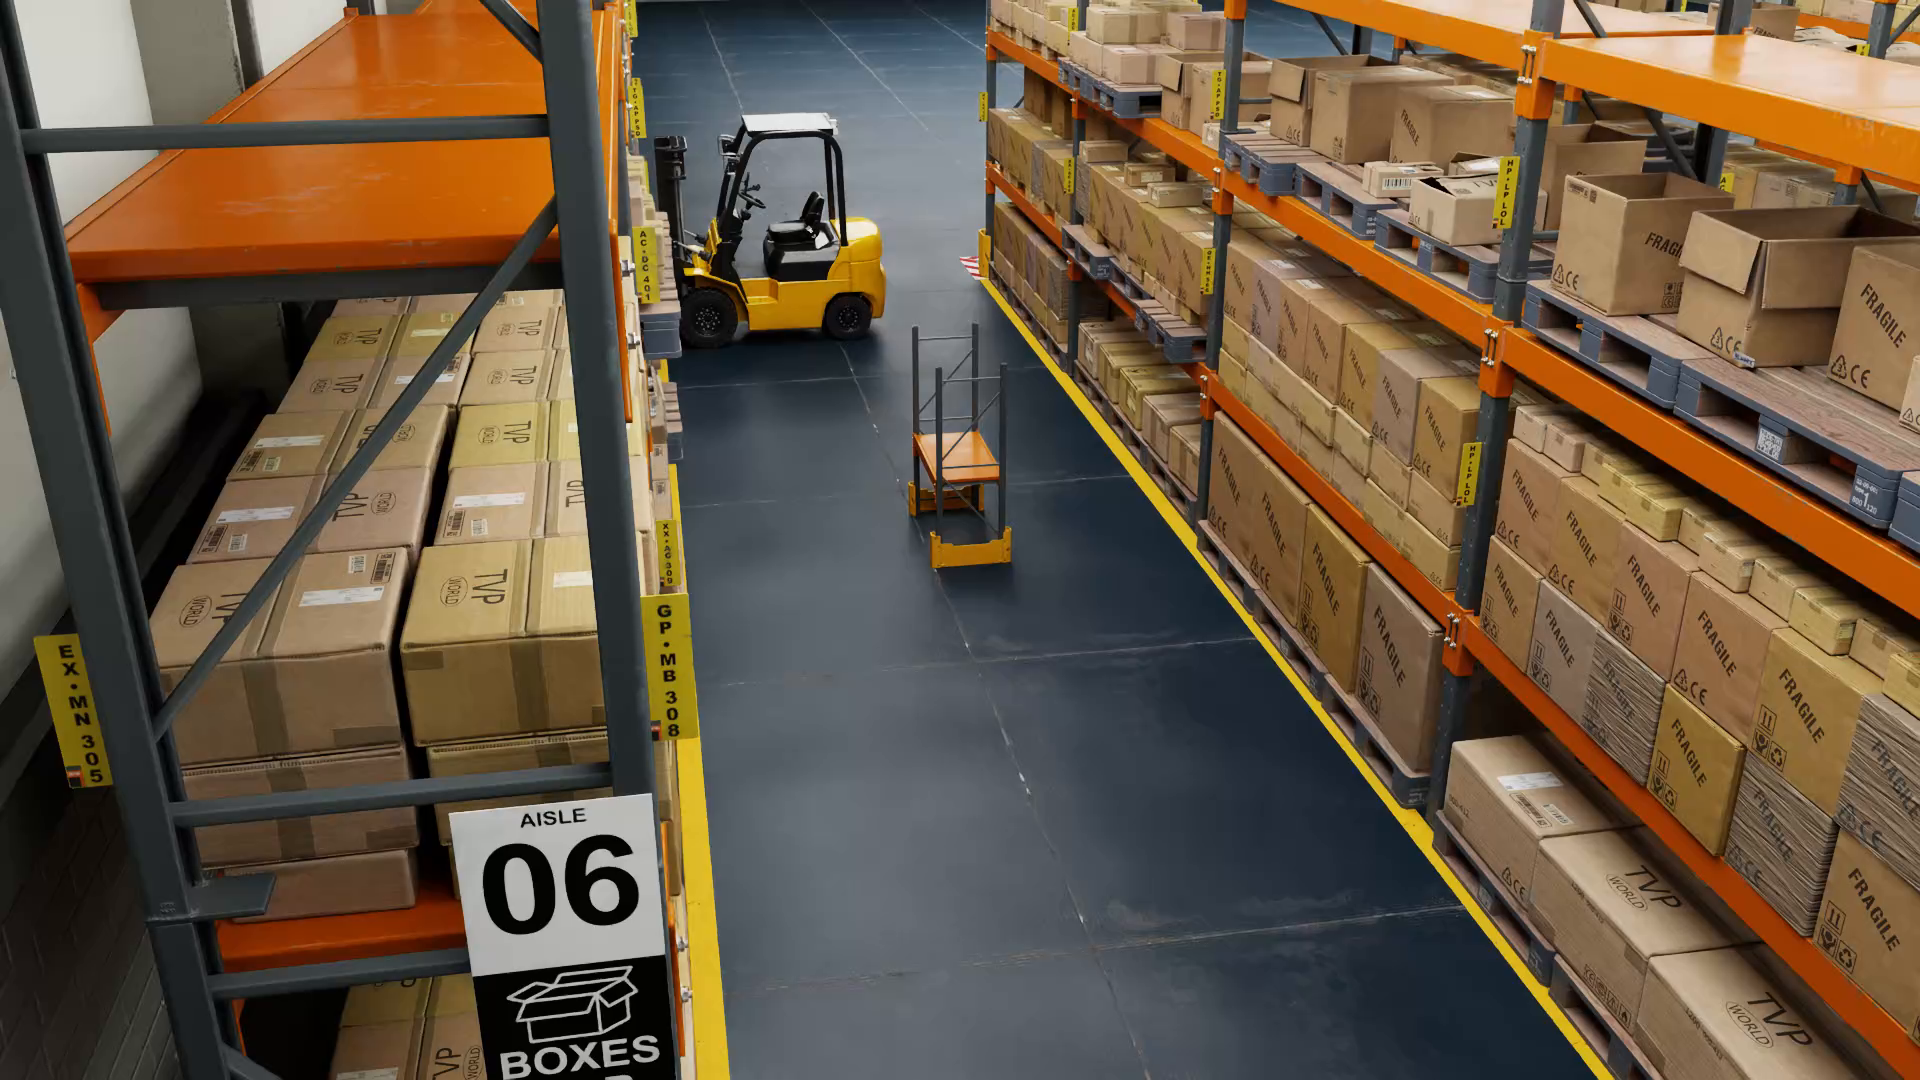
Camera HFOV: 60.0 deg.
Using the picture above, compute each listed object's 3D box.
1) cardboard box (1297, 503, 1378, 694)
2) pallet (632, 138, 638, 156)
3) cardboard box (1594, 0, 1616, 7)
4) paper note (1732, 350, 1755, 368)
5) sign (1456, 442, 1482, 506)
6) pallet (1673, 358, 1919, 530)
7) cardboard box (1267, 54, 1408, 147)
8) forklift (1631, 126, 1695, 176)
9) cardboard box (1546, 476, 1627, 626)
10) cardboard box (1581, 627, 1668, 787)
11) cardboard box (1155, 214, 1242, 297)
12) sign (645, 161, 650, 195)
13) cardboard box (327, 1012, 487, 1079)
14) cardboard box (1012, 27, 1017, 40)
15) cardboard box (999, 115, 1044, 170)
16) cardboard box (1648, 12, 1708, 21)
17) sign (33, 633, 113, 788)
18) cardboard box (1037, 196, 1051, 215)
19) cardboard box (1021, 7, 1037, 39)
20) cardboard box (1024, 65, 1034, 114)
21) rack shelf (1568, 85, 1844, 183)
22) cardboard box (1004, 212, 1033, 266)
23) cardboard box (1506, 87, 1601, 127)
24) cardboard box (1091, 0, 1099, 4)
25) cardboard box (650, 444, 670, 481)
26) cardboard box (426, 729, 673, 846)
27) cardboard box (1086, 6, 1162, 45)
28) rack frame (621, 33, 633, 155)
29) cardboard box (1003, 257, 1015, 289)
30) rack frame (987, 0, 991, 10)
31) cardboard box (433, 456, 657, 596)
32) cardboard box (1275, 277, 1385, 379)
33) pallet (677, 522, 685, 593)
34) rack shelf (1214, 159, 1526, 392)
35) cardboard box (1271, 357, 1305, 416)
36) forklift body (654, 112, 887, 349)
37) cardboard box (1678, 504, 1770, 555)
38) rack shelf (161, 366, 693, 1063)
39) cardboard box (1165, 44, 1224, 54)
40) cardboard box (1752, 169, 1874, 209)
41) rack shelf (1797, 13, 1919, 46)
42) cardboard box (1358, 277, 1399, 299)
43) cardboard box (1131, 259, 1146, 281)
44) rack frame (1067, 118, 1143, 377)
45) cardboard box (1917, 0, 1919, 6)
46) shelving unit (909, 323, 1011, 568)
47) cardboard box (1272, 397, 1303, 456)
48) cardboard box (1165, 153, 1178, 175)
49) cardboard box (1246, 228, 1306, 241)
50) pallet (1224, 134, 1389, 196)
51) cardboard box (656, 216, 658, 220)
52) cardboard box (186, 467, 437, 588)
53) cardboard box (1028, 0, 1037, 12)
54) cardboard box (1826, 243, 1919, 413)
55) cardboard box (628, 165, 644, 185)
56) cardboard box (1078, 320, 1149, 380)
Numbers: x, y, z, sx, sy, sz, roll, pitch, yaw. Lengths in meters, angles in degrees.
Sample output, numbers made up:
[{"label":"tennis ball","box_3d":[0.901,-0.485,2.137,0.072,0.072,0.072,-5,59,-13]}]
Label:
[{"label":"cardboard box","box_3d":[2.655,0.319,10.145,0.875,0.875,0.875,-4,24,-8]},{"label":"pallet","box_3d":[-2.808,-2.623,11.239,1.213,0.211,1.003,-3,24,-7]},{"label":"cardboard box","box_3d":[6.046,-5.278,16.248,0.500,0.250,0.500,-5,24,-10]},{"label":"paper note","box_3d":[2.802,-0.649,5.953,0.006,0.032,0.123,-4,24,-10]},{"label":"sign","box_3d":[2.491,-0.320,8.131,0.100,0.325,0.005,-4,24,-10]},{"label":"pallet","box_3d":[3.386,-0.403,6.029,1.003,0.211,1.213,-4,24,-10]},{"label":"cardboard box","box_3d":[2.501,-2.921,11.030,0.797,0.503,0.637,-6,24,-13]},{"label":"forklift","box_3d":[4.780,-1.748,12.833,1.130,2.935,3.031,-4,24,-9]},{"label":"cardboard box","box_3d":[2.960,0.030,7.301,0.500,0.500,0.500,-5,24,-10]},{"label":"cardboard box","box_3d":[3.027,0.682,7.057,0.500,0.500,0.500,-4,24,-9]},{"label":"cardboard box","box_3d":[1.819,-2.179,12.712,0.500,0.500,0.500,-5,24,-11]},{"label":"sign","box_3d":[-2.803,-3.186,14.692,0.100,0.325,0.005,-4,24,-10]},{"label":"cardboard box","box_3d":[-1.555,1.640,4.805,0.500,0.250,0.500,-4,24,-10]},{"label":"cardboard box","box_3d":[0.768,-5.396,17.666,0.380,0.149,0.250,-4,24,-10]},{"label":"cardboard box","box_3d":[0.718,-4.362,18.235,0.500,0.500,0.500,-4,24,-8]},{"label":"cardboard box","box_3d":[6.677,-4.701,15.298,0.500,0.250,0.500,-4,24,-9]},{"label":"sign","box_3d":[-1.664,0.325,3.147,0.100,0.325,0.005,-4,24,-10]},{"label":"cardboard box","box_3d":[0.993,-3.405,16.855,0.380,0.149,0.250,-5,24,-11]},{"label":"cardboard box","box_3d":[0.914,-5.212,16.746,0.500,0.250,0.500,-4,24,-9]},{"label":"cardboard box","box_3d":[1.113,-5.046,18.552,0.700,0.500,0.500,-5,24,-11]},{"label":"rack shelf","box_3d":[6.759,-3.681,14.324,1.077,0.370,4.000,-4,24,-10]},{"label":"cardboard box","box_3d":[0.787,-3.314,18.306,0.500,0.500,0.500,-5,24,-12]},{"label":"cardboard box","box_3d":[6.139,-4.342,17.149,0.875,0.550,0.550,-4,24,-10]},{"label":"cardboard box","box_3d":[1.511,-5.298,16.445,0.380,0.149,0.250,-5,24,-11]},{"label":"cardboard box","box_3d":[-1.820,-0.150,8.439,0.700,0.500,0.500,-4,24,-9]},{"label":"cardboard box","box_3d":[-0.929,0.435,3.816,0.500,0.250,0.500,-5,24,-10]},{"label":"cardboard box","box_3d":[1.360,-4.289,13.856,0.500,0.250,0.500,-5,24,-11]},{"label":"rack frame","box_3d":[-2.594,-3.824,10.004,1.000,3.000,0.127,-4,24,-10]},{"label":"cardboard box","box_3d":[0.768,-2.983,18.486,0.500,0.250,0.500,-3,24,-8]},{"label":"rack frame","box_3d":[0.804,-7.339,18.054,1.000,3.000,0.127,-4,24,-10]},{"label":"cardboard box","box_3d":[-1.026,0.006,4.174,0.500,0.250,0.500,-4,24,-10]},{"label":"cardboard box","box_3d":[2.316,-1.336,10.430,0.500,0.500,0.500,-4,24,-8]},{"label":"pallet","box_3d":[-1.895,0.264,8.379,1.003,0.211,1.213,-4,24,-10]},{"label":"rack shelf","box_3d":[2.653,-1.702,9.792,1.077,0.370,4.000,-4,24,-10]},{"label":"cardboard box","box_3d":[2.309,-0.986,10.565,0.500,0.250,0.500,-4,24,-10]},{"label":"forklift body","box_3d":[-1.930,-3.221,17.181,2.313,2.155,1.214,-4,24,-10]},{"label":"cardboard box","box_3d":[3.111,-0.029,6.627,0.380,0.149,0.250,-4,24,-10]},{"label":"rack shelf","box_3d":[-1.485,0.241,5.345,1.077,0.370,4.000,-4,24,-10]},{"label":"cardboard box","box_3d":[1.976,-3.896,13.580,0.500,0.250,0.500,-4,24,-9]},{"label":"cardboard box","box_3d":[6.961,-2.730,13.620,0.700,0.500,0.500,-5,24,-11]},{"label":"rack shelf","box_3d":[10.913,-5.582,18.676,1.077,0.370,4.000,-4,24,-10]},{"label":"cardboard box","box_3d":[2.824,-1.366,10.499,0.500,0.500,0.500,-4,24,-10]},{"label":"cardboard box","box_3d":[1.627,-2.236,13.653,0.380,0.149,0.250,-5,24,-11]},{"label":"rack frame","box_3d":[1.543,-3.017,15.652,1.000,3.000,0.127,-4,24,-10]},{"label":"cardboard box","box_3d":[10.690,-5.863,18.111,0.380,0.149,0.250,-3,24,-7]},{"label":"shelving unit","box_3d":[-0.014,-0.717,12.261,0.587,1.500,1.083,-4,24,-10]},{"label":"cardboard box","box_3d":[2.330,-0.756,10.663,0.500,0.250,0.500,-4,24,-8]},{"label":"cardboard box","box_3d":[1.991,-3.254,14.363,0.380,0.149,0.250,-5,24,-11]},{"label":"cardboard box","box_3d":[2.427,-2.012,12.330,0.500,0.500,0.500,-5,24,-11]},{"label":"pallet","box_3d":[2.454,-2.482,10.916,1.213,0.211,1.003,-3,24,-7]},{"label":"cardboard box","box_3d":[-1.639,-1.448,7.978,0.380,0.149,0.250,-4,24,-9]},{"label":"cardboard box","box_3d":[-1.567,0.042,4.092,0.500,0.250,0.500,-5,24,-11]},{"label":"cardboard box","box_3d":[0.890,-5.353,16.571,0.380,0.149,0.250,-4,24,-9]},{"label":"cardboard box","box_3d":[3.537,-0.759,5.961,0.500,0.500,0.500,-4,24,-9]},{"label":"cardboard box","box_3d":[-1.785,-1.787,8.381,0.380,0.149,0.250,-4,24,-9]},{"label":"cardboard box","box_3d":[1.643,-1.799,15.622,0.950,0.372,0.625,-4,24,-9]}]
